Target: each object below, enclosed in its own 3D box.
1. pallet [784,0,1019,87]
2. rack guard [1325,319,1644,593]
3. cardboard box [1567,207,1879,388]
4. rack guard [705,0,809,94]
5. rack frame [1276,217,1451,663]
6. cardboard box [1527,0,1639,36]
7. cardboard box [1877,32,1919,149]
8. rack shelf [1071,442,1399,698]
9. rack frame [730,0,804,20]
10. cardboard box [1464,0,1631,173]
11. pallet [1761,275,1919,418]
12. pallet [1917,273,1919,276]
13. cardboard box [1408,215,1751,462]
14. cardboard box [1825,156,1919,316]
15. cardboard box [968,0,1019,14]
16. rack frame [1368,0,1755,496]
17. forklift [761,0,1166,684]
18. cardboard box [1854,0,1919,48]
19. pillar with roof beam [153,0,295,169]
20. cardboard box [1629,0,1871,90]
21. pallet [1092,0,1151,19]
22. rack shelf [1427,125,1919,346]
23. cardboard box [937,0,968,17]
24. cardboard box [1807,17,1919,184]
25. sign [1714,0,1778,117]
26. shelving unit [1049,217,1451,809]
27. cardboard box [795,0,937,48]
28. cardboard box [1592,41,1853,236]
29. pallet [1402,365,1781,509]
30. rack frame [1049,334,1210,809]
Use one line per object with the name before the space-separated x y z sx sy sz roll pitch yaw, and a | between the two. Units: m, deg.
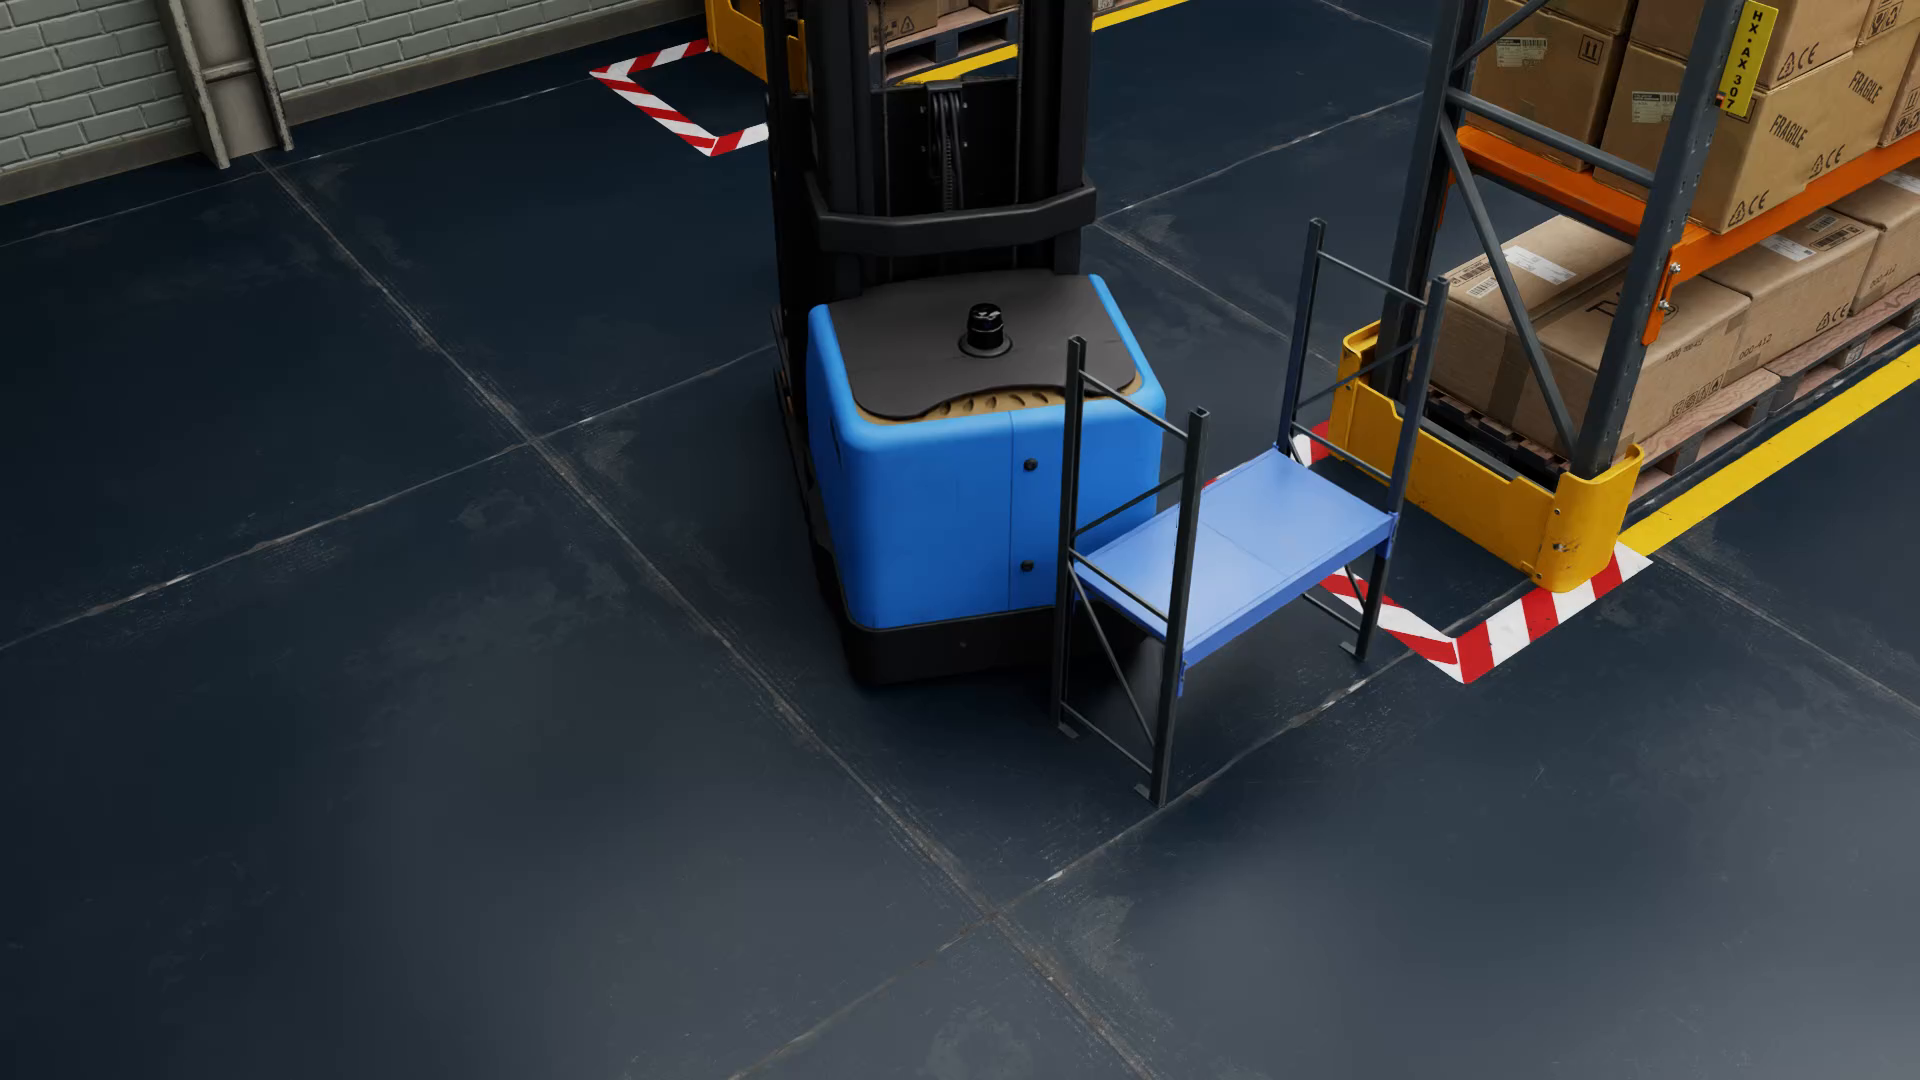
pallet | -0.378 -3.074 9.830 1.213 0.211 1.003 -26 46 -28
rack guard | 1.938 -0.343 6.274 0.348 0.500 1.175 -26 46 -28
cardboard box | 3.140 -1.154 6.981 0.875 0.438 0.875 -25 45 -27
rack guard | -1.010 -2.877 9.363 0.348 0.500 1.175 -26 46 -28
rack frame | 1.241 -0.282 5.411 0.032 1.500 0.500 -29 47 -30
cardboard box | 2.194 -2.050 5.517 0.500 0.500 0.500 -24 45 -27
cardboard box | 3.311 -1.796 5.995 0.500 0.500 0.500 -26 46 -28
rack shelf | 0.856 0.068 5.268 1.000 0.185 0.538 -29 47 -30
rack frame | -1.070 -3.814 8.534 0.127 3.000 1.000 -26 46 -28
cardboard box | 2.179 -1.677 5.851 0.500 0.500 0.500 -26 46 -28
pallet | 3.510 -1.058 7.374 1.213 0.211 1.003 -26 46 -28
pallet | 4.478 -1.532 7.952 1.213 0.211 1.003 -26 46 -28
cardboard box | 2.420 -0.796 6.545 0.875 0.438 0.875 -28 47 -29
cardboard box | 3.856 -1.502 7.405 0.875 0.438 0.875 -27 47 -29
cardboard box | 0.174 -3.509 9.803 0.500 0.500 0.700 -24 45 -26
rack frame | 1.957 -1.319 5.493 0.127 3.000 1.000 -26 46 -28
forklift | -0.154 -1.591 5.878 1.130 2.935 3.031 -8 40 -9
cardboard box | 2.917 -1.990 5.443 0.500 0.500 0.500 -27 47 -29
pillar with roof beam | -1.134 -3.380 3.275 0.400 9.000 9.100 -26 46 -28
cardboard box | 2.511 -1.787 5.196 0.500 0.500 0.500 -27 46 -29
pallet | 0.588 -3.542 10.402 1.213 0.211 1.003 -26 46 -28
rack shelf | 3.543 -1.814 6.663 4.000 0.370 1.077 -26 46 -28
cardboard box | -0.167 -3.207 9.711 0.250 0.149 0.380 -28 47 -30
cardboard box | 2.897 -1.608 5.767 0.500 0.500 0.500 -27 46 -29
sign | 2.291 -1.403 4.850 0.005 0.325 0.100 -26 46 -28
shelving unit | 0.856 -0.071 5.154 1.048 1.500 0.538 -29 47 -30
cardboard box | -0.528 -3.200 9.423 0.637 0.503 0.797 -28 47 -30
cardboard box | 2.513 -1.399 5.511 0.500 0.500 0.500 -26 46 -28
pallet | 2.544 -0.589 6.802 1.213 0.211 1.003 -26 46 -28
rack frame | 0.471 0.139 4.898 0.032 1.500 0.500 -29 47 -30
